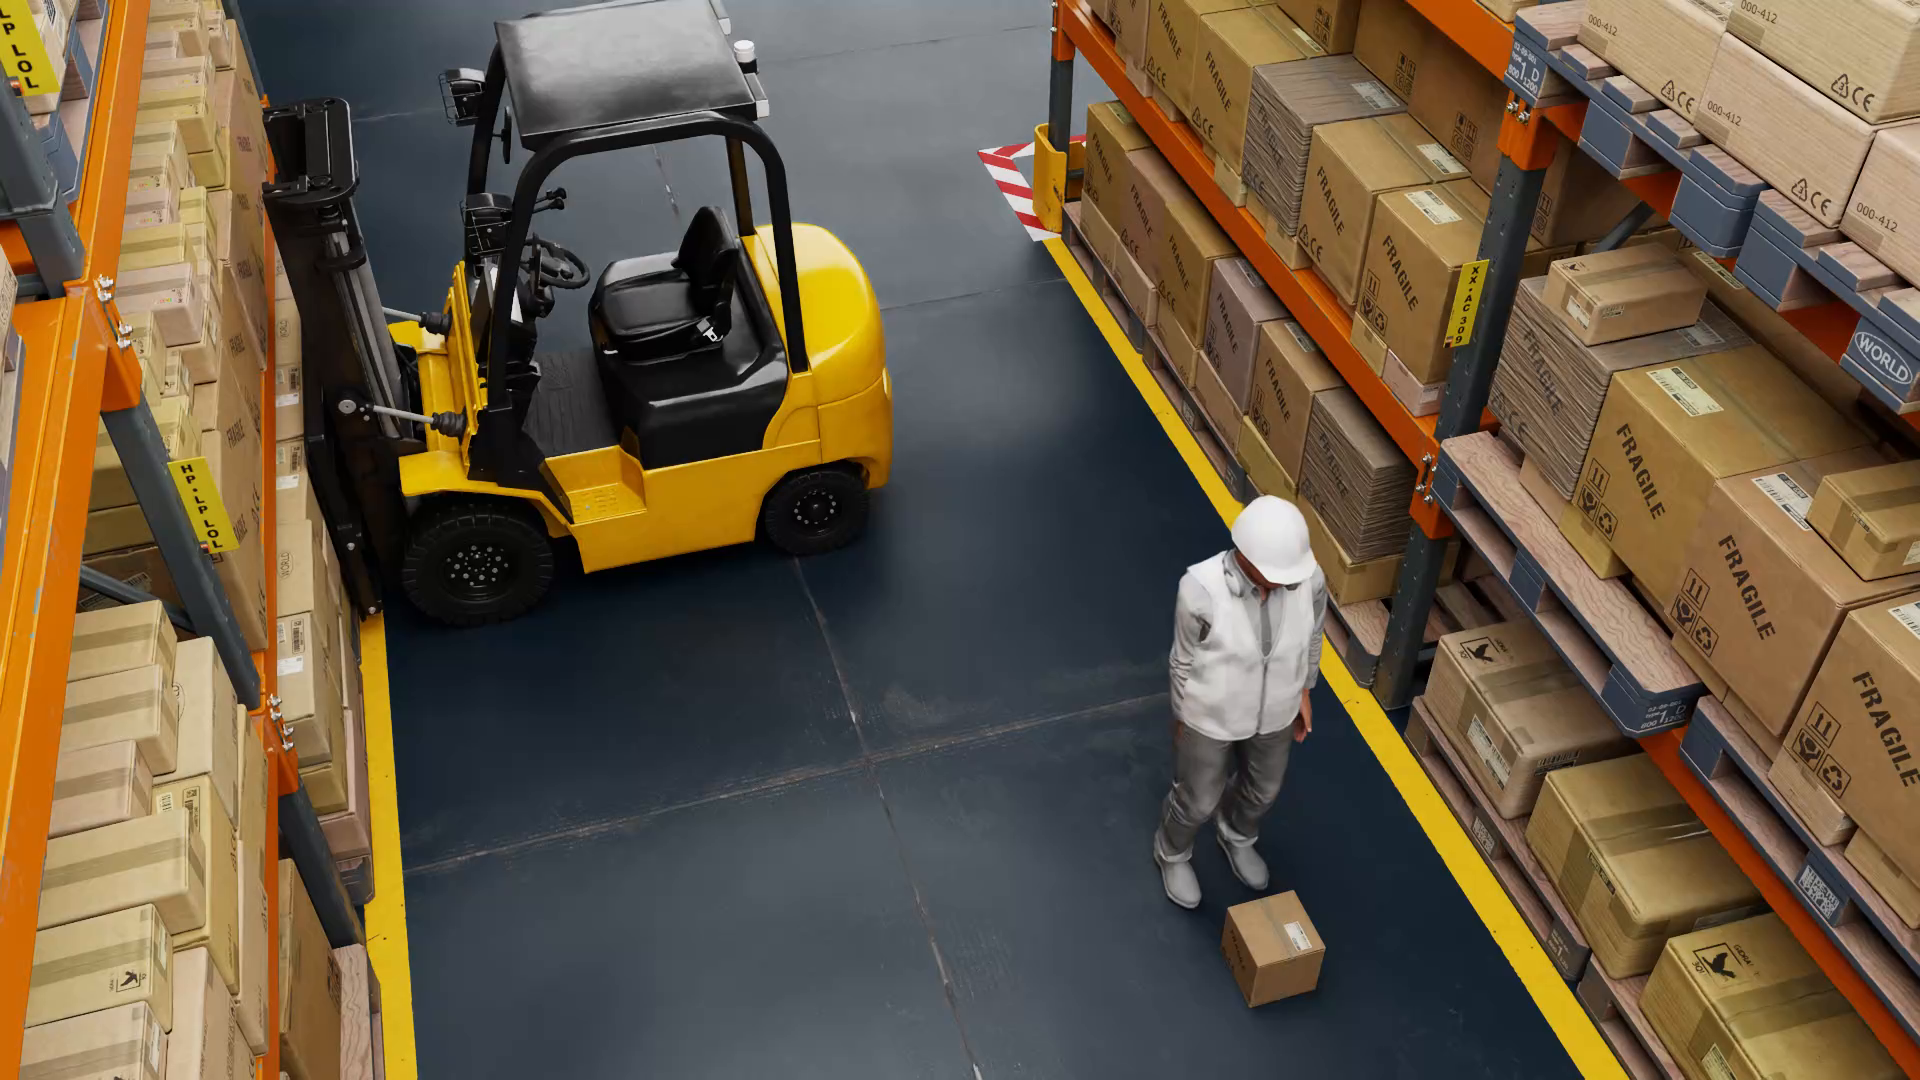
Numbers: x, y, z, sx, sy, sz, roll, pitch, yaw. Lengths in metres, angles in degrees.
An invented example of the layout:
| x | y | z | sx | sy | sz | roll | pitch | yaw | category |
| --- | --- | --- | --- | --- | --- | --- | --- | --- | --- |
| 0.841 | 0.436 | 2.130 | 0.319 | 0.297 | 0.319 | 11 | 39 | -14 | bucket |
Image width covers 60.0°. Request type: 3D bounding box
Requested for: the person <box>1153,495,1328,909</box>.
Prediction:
| x | y | z | sx | sy | sz | roll | pitch | yaw | category |
| --- | --- | --- | --- | --- | --- | --- | --- | --- | --- |
| 0.939 | 0.541 | 5.552 | 0.534 | 1.768 | 0.357 | -12 | 43 | -13 | person |
